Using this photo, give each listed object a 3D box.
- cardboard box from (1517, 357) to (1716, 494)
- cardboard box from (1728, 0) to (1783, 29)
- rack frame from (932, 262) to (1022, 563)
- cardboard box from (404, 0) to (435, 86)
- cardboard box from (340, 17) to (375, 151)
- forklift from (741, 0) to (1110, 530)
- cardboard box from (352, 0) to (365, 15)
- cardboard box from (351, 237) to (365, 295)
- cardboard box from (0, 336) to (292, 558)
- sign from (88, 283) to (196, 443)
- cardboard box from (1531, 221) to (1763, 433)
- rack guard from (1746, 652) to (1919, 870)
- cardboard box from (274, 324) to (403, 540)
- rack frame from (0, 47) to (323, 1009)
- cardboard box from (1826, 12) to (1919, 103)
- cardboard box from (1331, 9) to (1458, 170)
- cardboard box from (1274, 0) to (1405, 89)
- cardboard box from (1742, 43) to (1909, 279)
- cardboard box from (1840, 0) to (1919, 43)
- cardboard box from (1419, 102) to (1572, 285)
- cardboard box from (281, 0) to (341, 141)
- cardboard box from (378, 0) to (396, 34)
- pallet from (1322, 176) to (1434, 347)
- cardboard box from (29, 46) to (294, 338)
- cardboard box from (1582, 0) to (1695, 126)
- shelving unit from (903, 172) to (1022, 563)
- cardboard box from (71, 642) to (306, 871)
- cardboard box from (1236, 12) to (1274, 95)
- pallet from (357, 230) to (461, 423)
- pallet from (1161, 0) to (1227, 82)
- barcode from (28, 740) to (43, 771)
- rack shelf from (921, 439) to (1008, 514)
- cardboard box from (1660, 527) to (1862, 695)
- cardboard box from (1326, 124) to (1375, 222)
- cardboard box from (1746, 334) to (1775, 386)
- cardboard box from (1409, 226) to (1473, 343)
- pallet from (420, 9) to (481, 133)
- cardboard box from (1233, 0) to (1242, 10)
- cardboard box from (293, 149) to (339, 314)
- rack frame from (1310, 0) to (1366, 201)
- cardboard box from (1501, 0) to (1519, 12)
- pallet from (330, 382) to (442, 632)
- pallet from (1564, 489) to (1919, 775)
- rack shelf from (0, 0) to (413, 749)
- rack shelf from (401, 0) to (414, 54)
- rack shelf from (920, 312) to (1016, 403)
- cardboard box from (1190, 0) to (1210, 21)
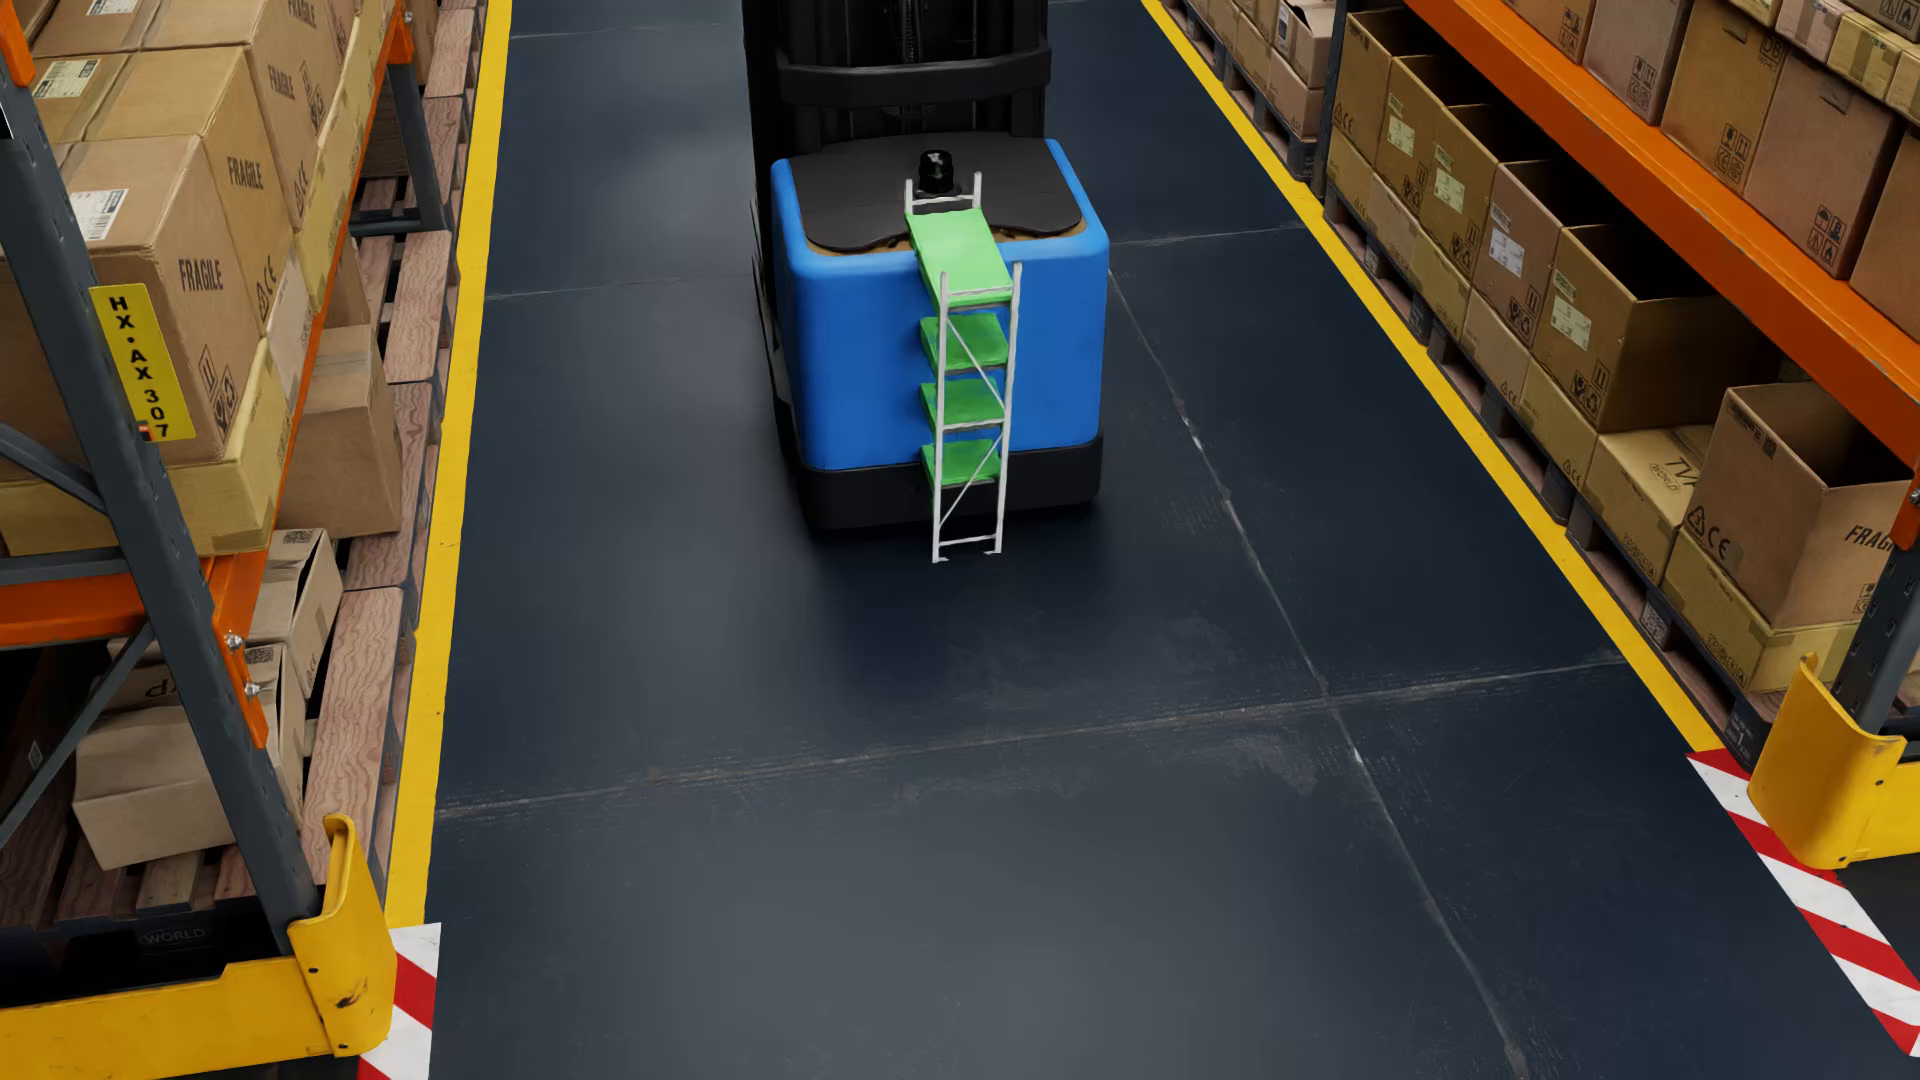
[{"bbox_3d":[2.290,-0.425,5.751,0.500,0.250,0.500,-6,38,-8],"label":"cardboard box"},{"bbox_3d":[2.429,-1.579,4.728,0.380,0.149,0.250,-5,38,-7],"label":"cardboard box"},{"bbox_3d":[0.042,-0.366,5.258,0.240,1.200,0.015,-8,46,-11],"label":"rack frame"},{"bbox_3d":[-3.049,-2.580,8.305,0.700,0.500,0.500,-6,38,-7],"label":"cardboard box"},{"bbox_3d":[-2.150,-1.422,5.242,0.500,0.250,0.500,-6,38,-8],"label":"cardboard box"},{"bbox_3d":[-0.272,-2.096,6.059,1.130,2.935,3.031,-6,38,-8],"label":"forklift"},{"bbox_3d":[-2.233,-2.023,5.404,0.500,0.500,0.500,-6,38,-8],"label":"cardboard box"},{"bbox_3d":[-2.590,-1.066,6.628,0.380,0.166,0.250,-11,39,-14],"label":"cardboard box"},{"bbox_3d":[-1.785,-0.193,3.659,0.500,0.250,0.500,-7,38,-9],"label":"cardboard box"},{"bbox_3d":[-1.478,-0.316,3.006,0.100,0.325,0.005,-6,38,-8],"label":"sign"},{"bbox_3d":[2.287,-0.721,5.520,0.500,0.500,0.500,-6,38,-8],"label":"cardboard box"},{"bbox_3d":[2.868,0.551,4.633,1.175,0.500,0.348,-6,38,-8],"label":"rack guard"},{"bbox_3d":[-2.224,-0.322,5.399,0.700,0.500,0.500,-9,39,-11],"label":"cardboard box"},{"bbox_3d":[-2.012,0.085,3.196,1.000,3.000,0.127,-6,38,-8],"label":"rack frame"},{"bbox_3d":[2.517,-1.269,4.328,0.380,0.149,0.250,-7,38,-9],"label":"cardboard box"},{"bbox_3d":[1.936,-1.929,7.075,0.500,0.500,0.500,-6,38,-8],"label":"cardboard box"},{"bbox_3d":[1.810,-2.382,7.812,0.500,0.311,0.500,-6,38,-8],"label":"cardboard box"},{"bbox_3d":[2.698,-1.090,4.626,0.700,0.500,0.500,-5,38,-7],"label":"cardboard box"},{"bbox_3d":[2.688,-1.634,4.270,0.700,0.500,0.500,-7,38,-9],"label":"cardboard box"},{"bbox_3d":[2.111,-1.325,6.298,0.500,0.500,0.500,-6,38,-8],"label":"cardboard box"},{"bbox_3d":[-2.064,-1.404,4.606,0.500,0.500,0.500,-5,38,-7],"label":"cardboard box"},{"bbox_3d":[-2.332,-2.026,6.019,0.500,0.250,0.500,-6,38,-8],"label":"cardboard box"},{"bbox_3d":[2.261,-1.280,7.226,1.003,0.211,1.213,-6,38,-8],"label":"pallet"},{"bbox_3d":[-1.877,-0.780,3.804,0.500,0.500,0.500,-6,38,-8],"label":"cardboard box"},{"bbox_3d":[2.521,-1.708,5.422,0.700,0.500,0.500,-5,38,-7],"label":"cardboard box"},{"bbox_3d":[-0.015,-0.535,5.425,0.258,1.200,0.503,-8,46,-11],"label":"shelving unit"},{"bbox_3d":[-2.045,0.545,4.436,0.500,0.311,0.500,-10,39,-13],"label":"cardboard box"},{"bbox_3d":[1.718,-2.471,8.385,0.500,0.250,0.500,-7,38,-9],"label":"cardboard box"},{"bbox_3d":[-2.561,-0.828,6.644,1.003,0.211,1.213,-6,38,-8],"label":"pallet"},{"bbox_3d":[1.778,-2.944,9.368,1.003,0.211,1.213,-6,38,-8],"label":"pallet"},{"bbox_3d":[-2.442,0.574,4.392,0.001,0.075,0.075,-6,38,-8],"label":"barcode"},{"bbox_3d":[-0.025,-0.320,5.639,0.258,0.148,0.480,-8,46,-11],"label":"rack shelf"},{"bbox_3d":[2.479,0.178,4.975,0.500,0.250,0.500,-6,38,-8],"label":"cardboard box"},{"bbox_3d":[1.946,-1.634,7.307,0.500,0.250,0.500,-6,38,-8],"label":"cardboard box"},{"bbox_3d":[2.799,-0.777,5.592,0.500,0.500,0.500,-6,38,-8],"label":"cardboard box"},{"bbox_3d":[2.111,-1.028,6.528,0.500,0.250,0.500,-6,38,-8],"label":"cardboard box"},{"bbox_3d":[-3.069,-2.439,8.717,1.003,0.211,1.213,-6,38,-8],"label":"pallet"},{"bbox_3d":[1.627,-2.997,8.604,0.500,0.311,0.500,-6,38,-8],"label":"cardboard box"},{"bbox_3d":[-1.974,-0.813,4.458,0.500,0.250,0.500,-7,38,-9],"label":"cardboard box"},{"bbox_3d":[2.163,-2.866,6.994,1.000,3.000,0.127,-6,38,-8],"label":"rack frame"},{"bbox_3d":[2.346,-2.321,6.210,0.700,0.500,0.500,-7,38,-8],"label":"cardboard box"},{"bbox_3d":[-2.344,-0.090,5.693,1.003,0.211,1.213,-6,38,-8],"label":"pallet"},{"bbox_3d":[2.689,0.193,5.329,1.003,0.211,1.213,-6,38,-8],"label":"pallet"},{"bbox_3d":[-2.363,-0.839,4.971,1.077,0.370,4.000,-6,38,-8],"label":"rack shelf"},{"bbox_3d":[-3.064,-3.255,8.081,1.077,0.370,4.000,-6,38,-8],"label":"rack shelf"},{"bbox_3d":[-0.009,-0.660,5.300,0.258,0.148,0.480,-8,46,-11],"label":"rack shelf"},{"bbox_3d":[1.540,-3.088,9.178,0.500,0.250,0.500,-5,38,-7],"label":"cardboard box"}]
